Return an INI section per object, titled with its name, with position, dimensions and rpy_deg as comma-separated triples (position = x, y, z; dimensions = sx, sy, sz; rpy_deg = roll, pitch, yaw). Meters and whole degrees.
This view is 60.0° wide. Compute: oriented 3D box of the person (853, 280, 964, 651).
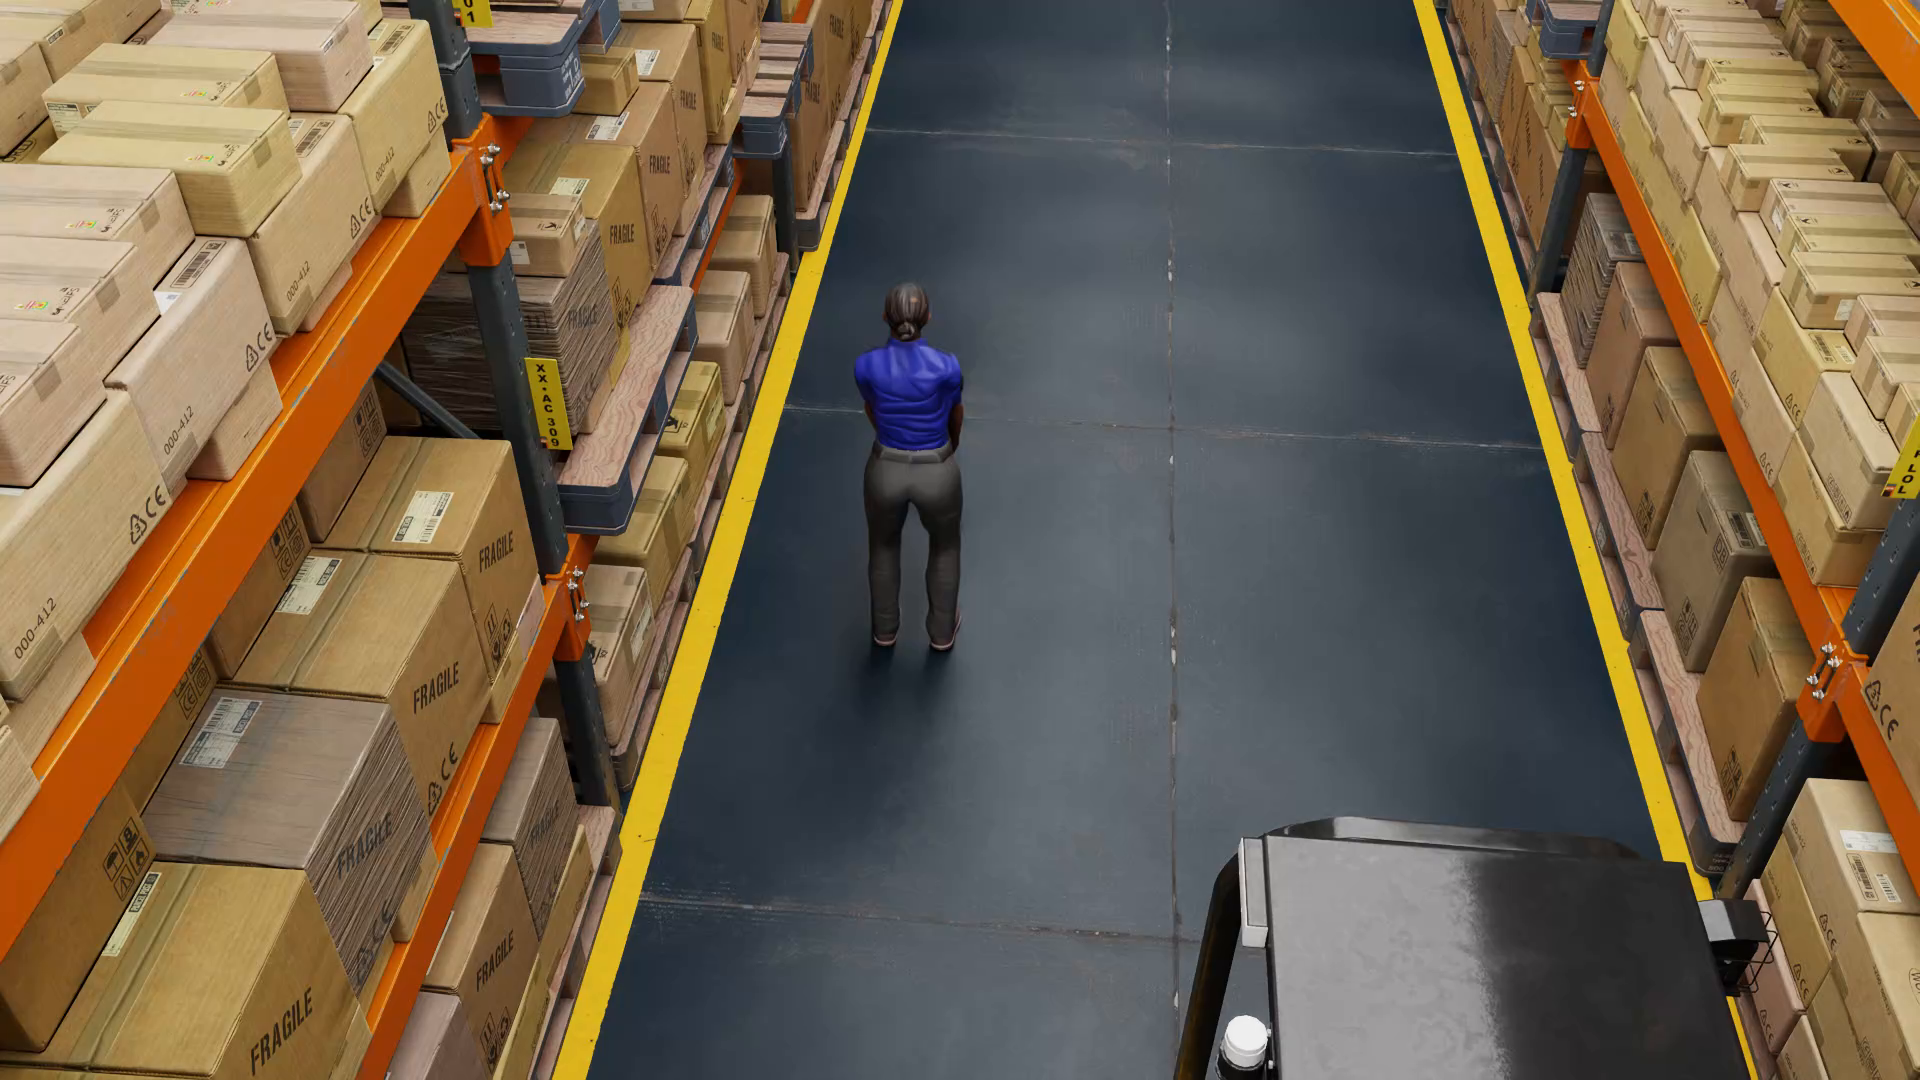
[person]
position = -0.188, -0.302, 6.533
dimensions = 0.412, 1.647, 0.531
rpy_deg = 3, 40, 3
